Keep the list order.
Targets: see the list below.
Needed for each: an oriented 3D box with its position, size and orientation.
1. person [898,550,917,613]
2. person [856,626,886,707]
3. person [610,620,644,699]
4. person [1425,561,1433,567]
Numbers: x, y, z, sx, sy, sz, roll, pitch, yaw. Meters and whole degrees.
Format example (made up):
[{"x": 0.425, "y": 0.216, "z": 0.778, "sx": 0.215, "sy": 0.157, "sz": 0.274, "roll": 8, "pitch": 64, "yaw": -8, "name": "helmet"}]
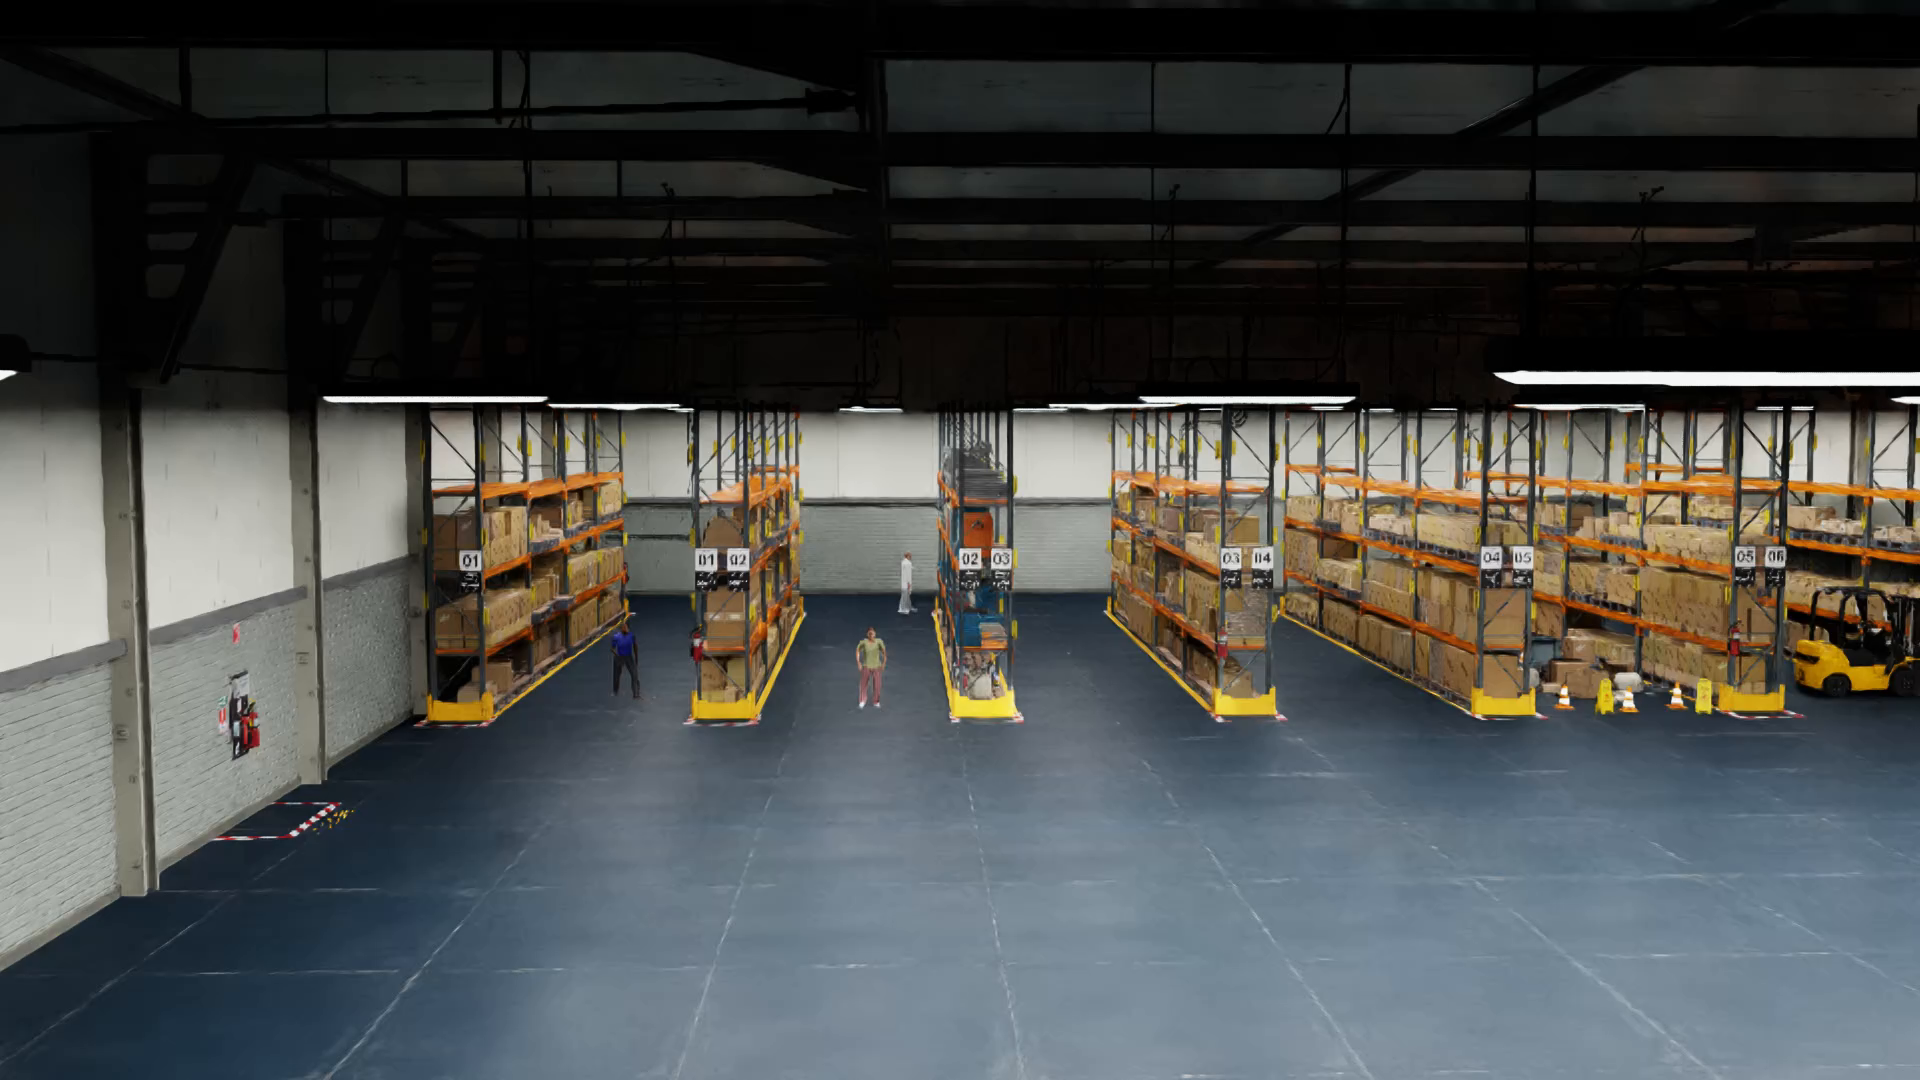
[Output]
[{"x": -1.499, "y": 1.189, "z": 47.919, "sx": 0.603, "sy": 1.777, "sz": 0.686, "roll": -1, "pitch": 4, "yaw": -11, "name": "person"}, {"x": -1.731, "y": 2.464, "z": 32.363, "sx": 0.598, "sy": 1.617, "sz": 0.503, "roll": 0, "pitch": 4, "yaw": -4, "name": "person"}, {"x": -6.721, "y": 2.388, "z": 33.389, "sx": 0.621, "sy": 1.581, "sz": 0.828, "roll": -1, "pitch": 5, "yaw": -19, "name": "person"}, {"x": 13.115, "y": 1.373, "z": 46.584, "sx": 0.473, "sy": 1.597, "sz": 0.600, "roll": 0, "pitch": 4, "yaw": -4, "name": "person"}]
